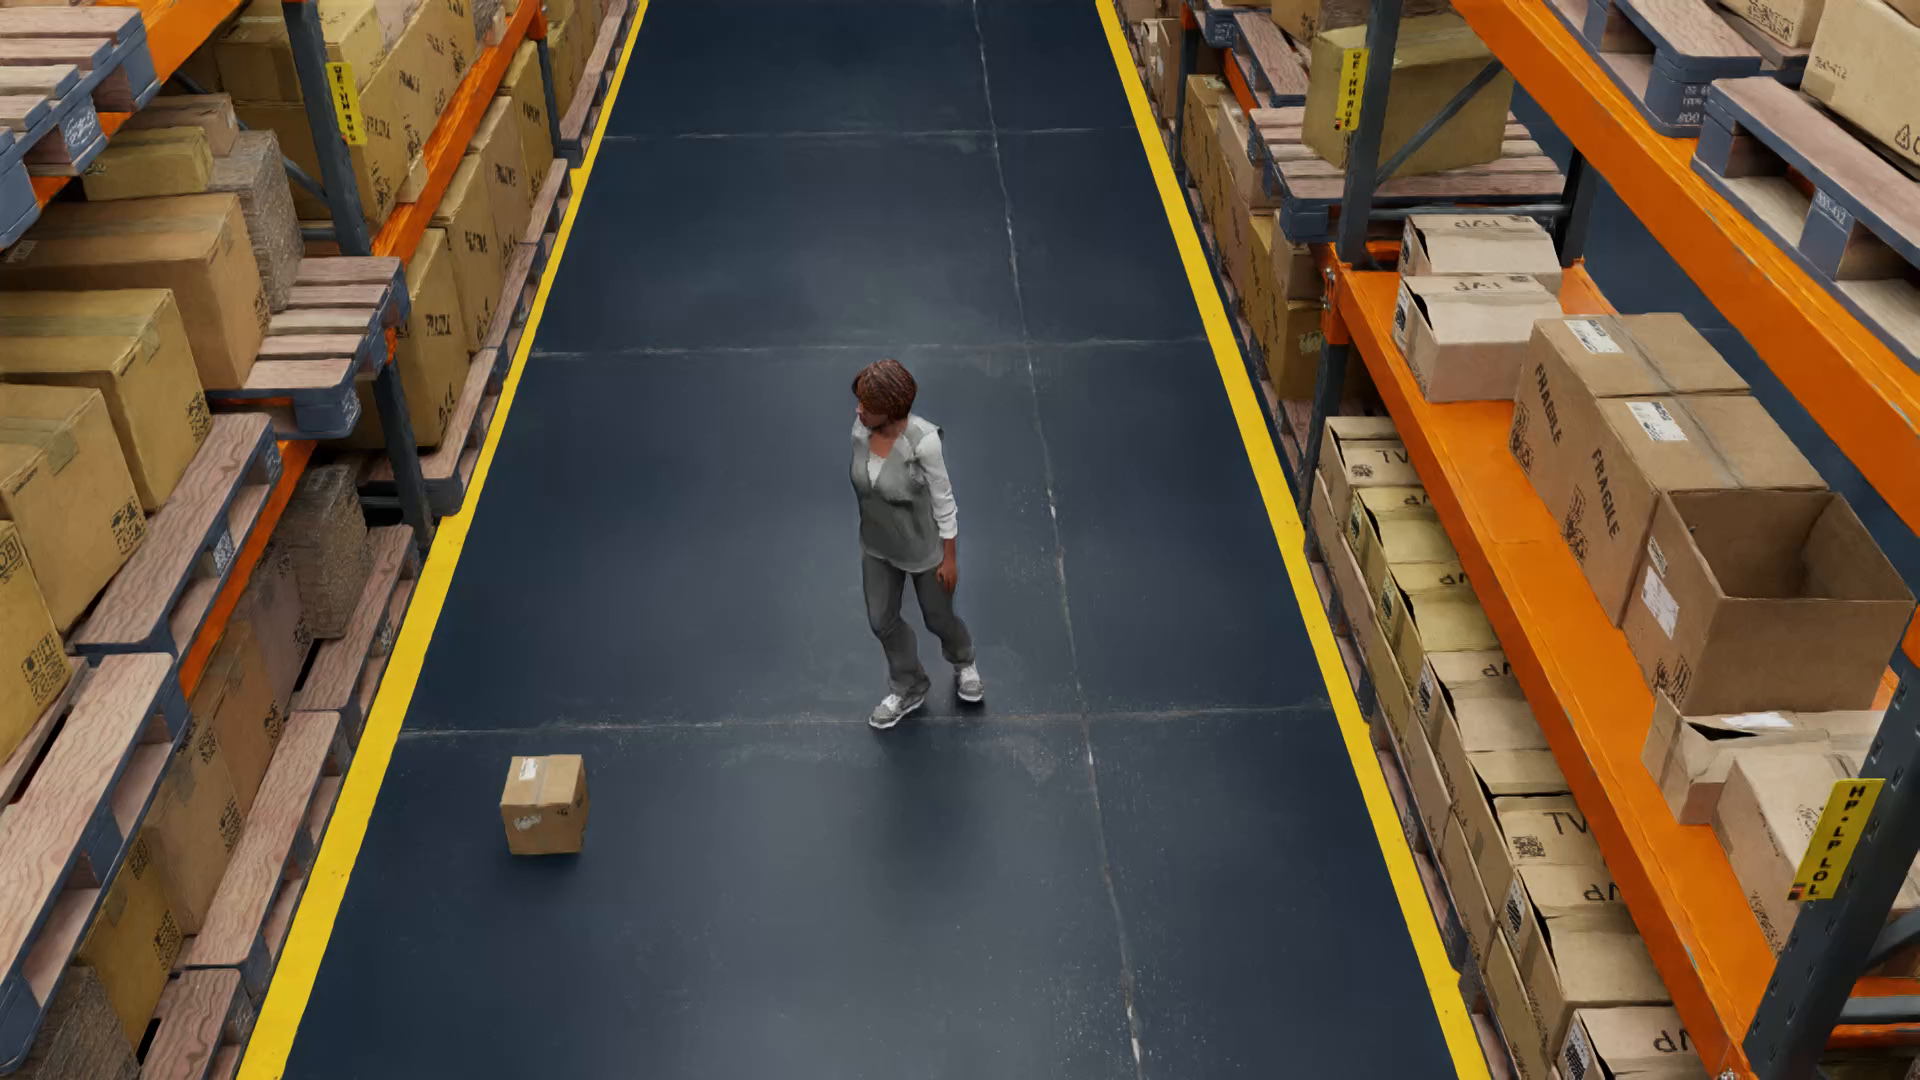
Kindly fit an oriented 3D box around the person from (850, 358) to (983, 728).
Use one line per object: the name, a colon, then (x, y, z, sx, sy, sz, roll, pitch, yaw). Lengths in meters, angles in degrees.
person: (-0.155, -0.007, 6.167, 0.459, 1.587, 0.504, 21, 41, 26)
